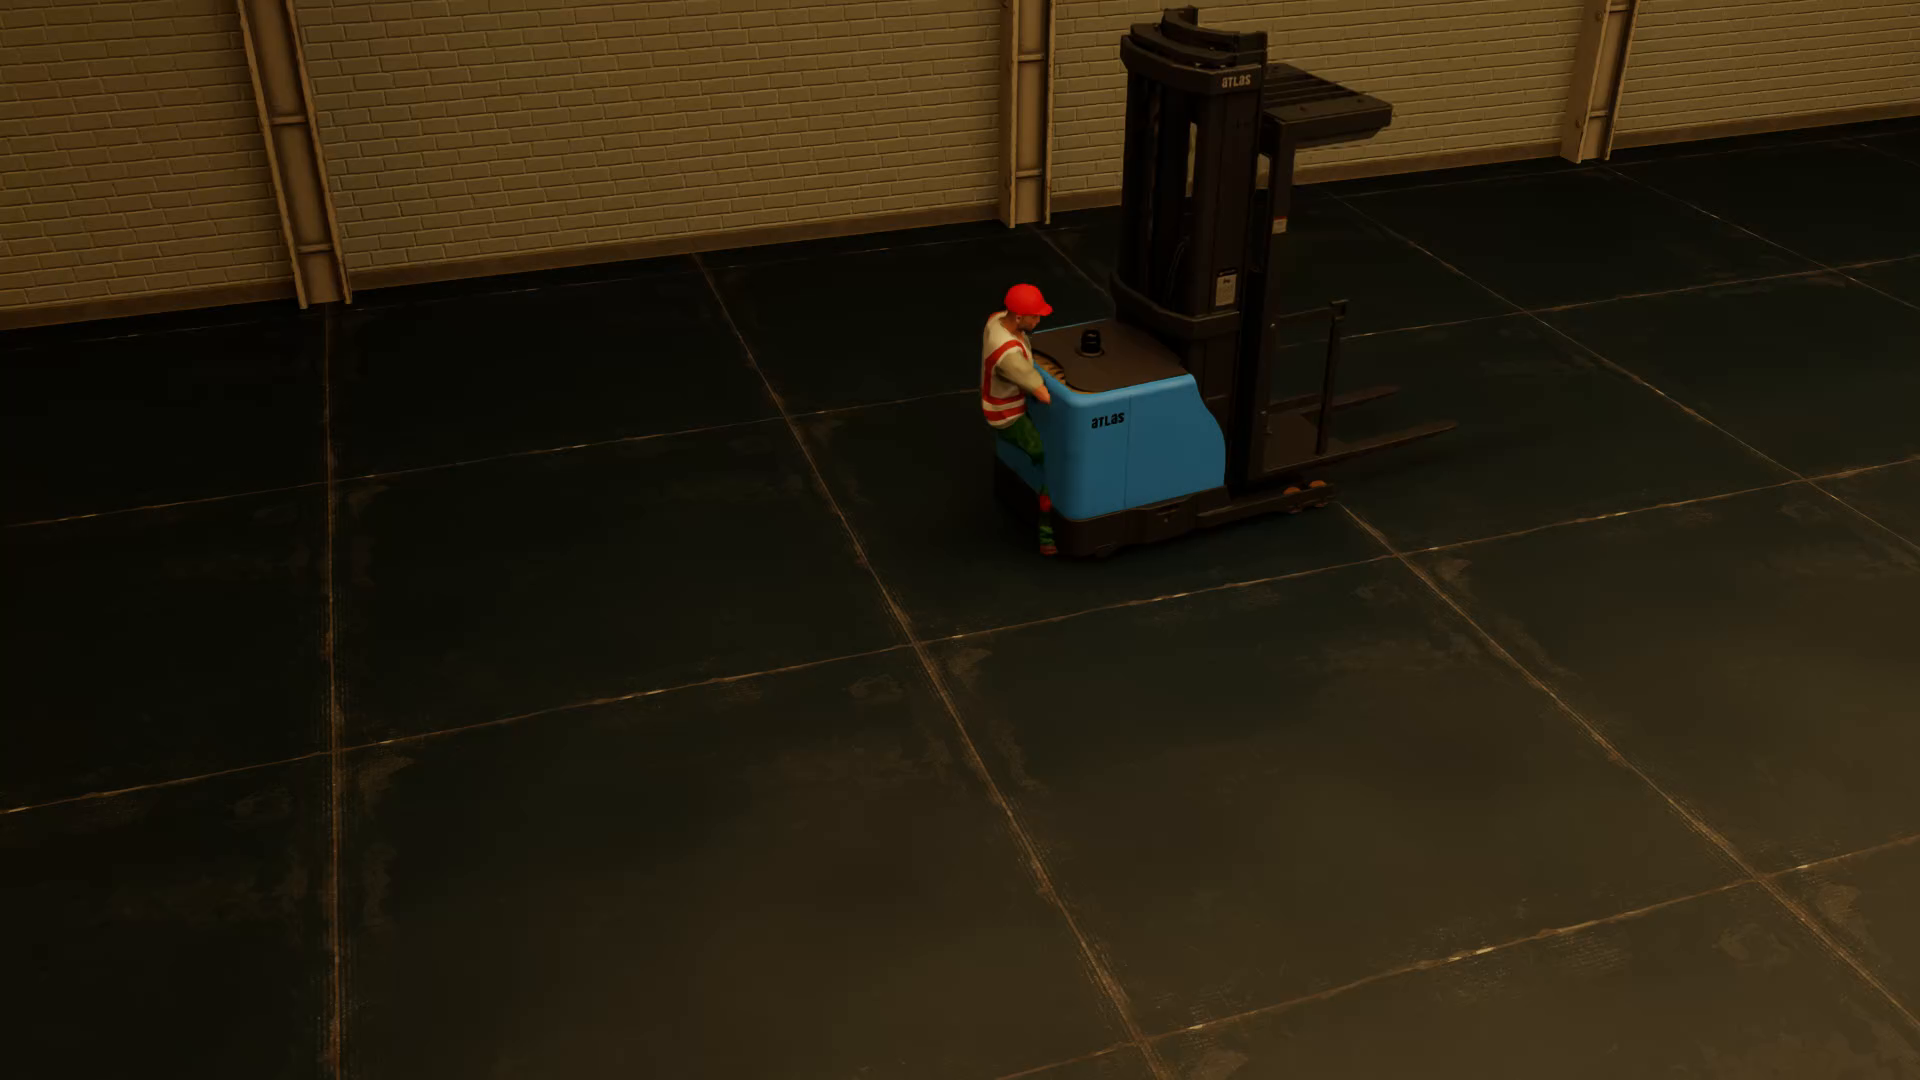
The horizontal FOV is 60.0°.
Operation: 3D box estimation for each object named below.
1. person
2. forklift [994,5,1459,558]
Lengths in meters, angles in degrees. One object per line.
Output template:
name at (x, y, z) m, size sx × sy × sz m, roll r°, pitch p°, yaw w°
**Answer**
person at (0.519, -0.796, 9.836) m, size 0.789 × 1.585 × 0.902 m, roll -1°, pitch 30°, yaw -1°
forklift at (1.767, -1.655, 9.964) m, size 3.031 × 2.935 × 1.130 m, roll -14°, pitch 33°, yaw -22°
